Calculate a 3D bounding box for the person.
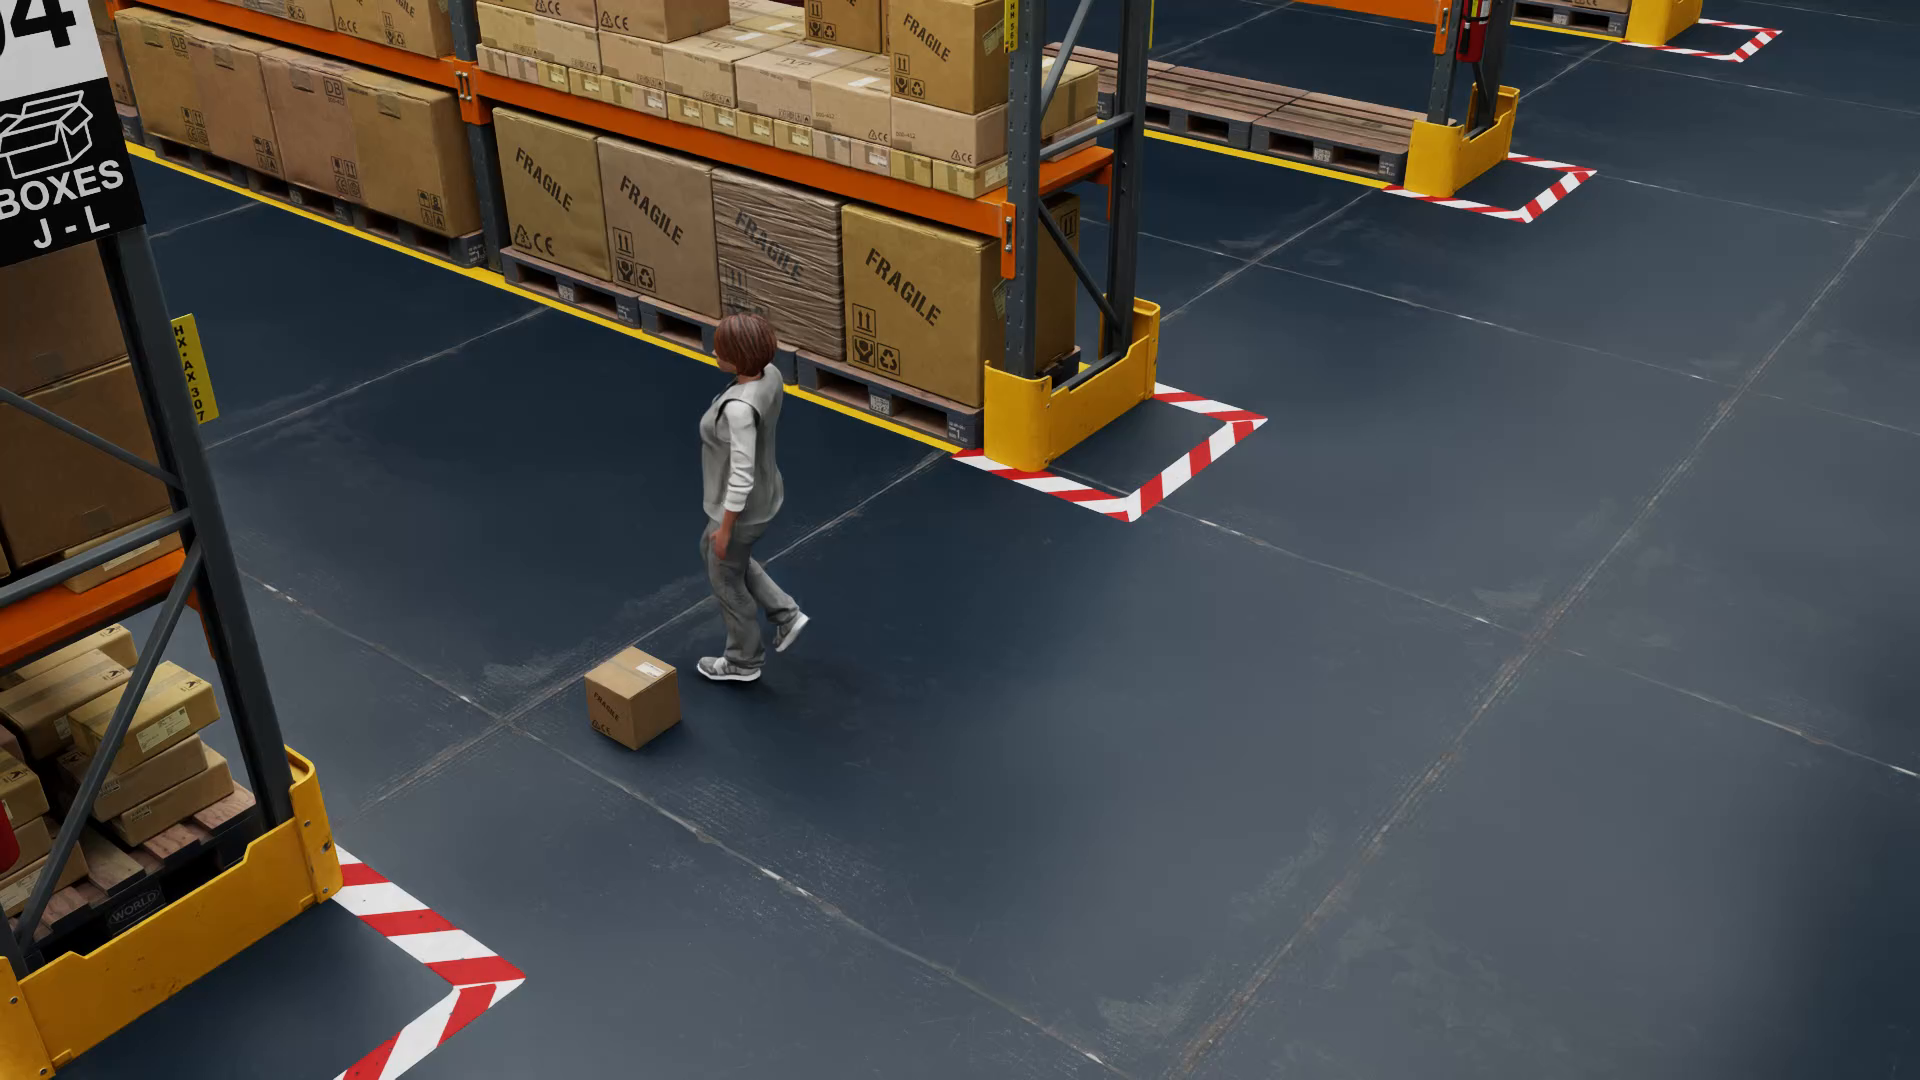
[{"bbox_3d":[-0.846,-0.124,6.319,0.453,1.597,0.462,5,32,7],"label":"person"}]
